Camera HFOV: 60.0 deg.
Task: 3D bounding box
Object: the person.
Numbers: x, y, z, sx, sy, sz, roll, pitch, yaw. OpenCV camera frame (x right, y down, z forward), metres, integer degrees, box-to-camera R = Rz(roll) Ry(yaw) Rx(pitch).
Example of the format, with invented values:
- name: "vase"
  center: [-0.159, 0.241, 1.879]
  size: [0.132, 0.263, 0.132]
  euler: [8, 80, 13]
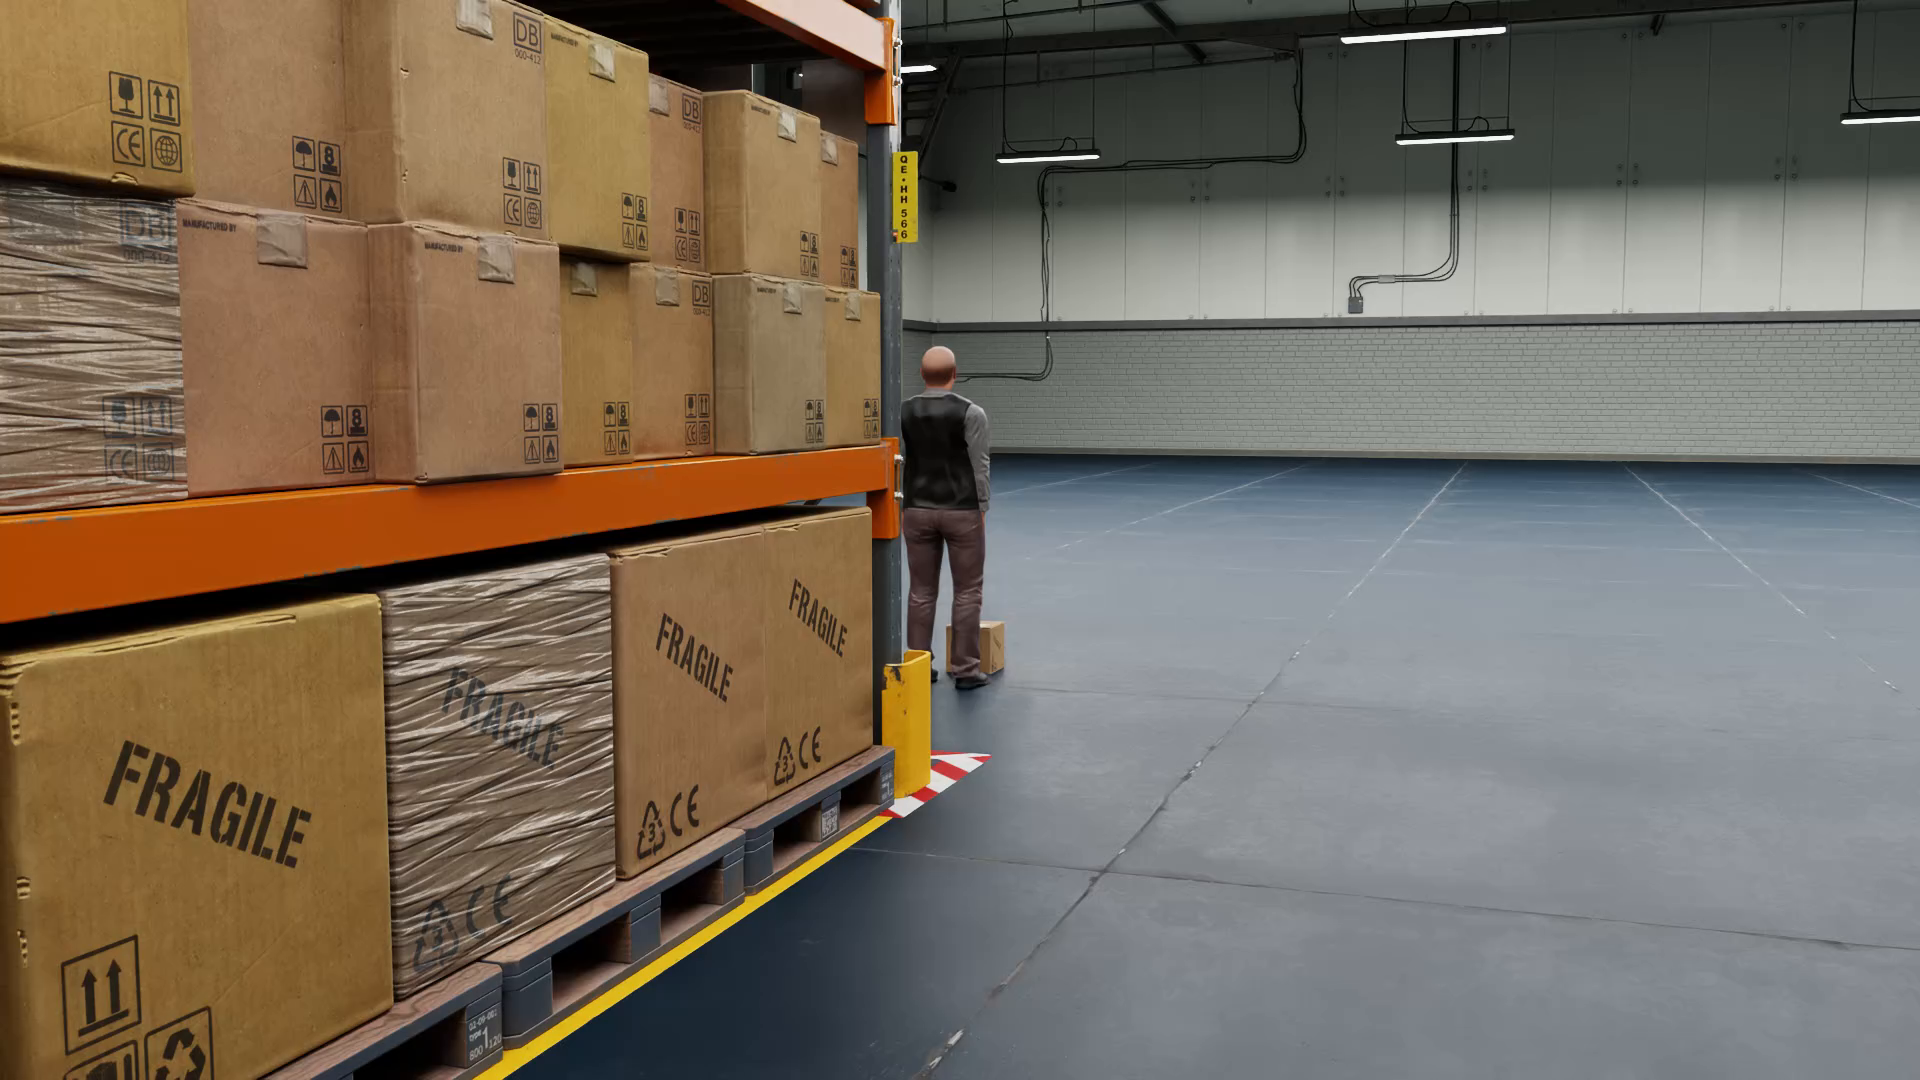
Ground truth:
- name: "person"
  center: [-0.094, -0.115, 8.431]
  size: [0.532, 1.717, 0.360]
  euler: [2, 5, 20]
